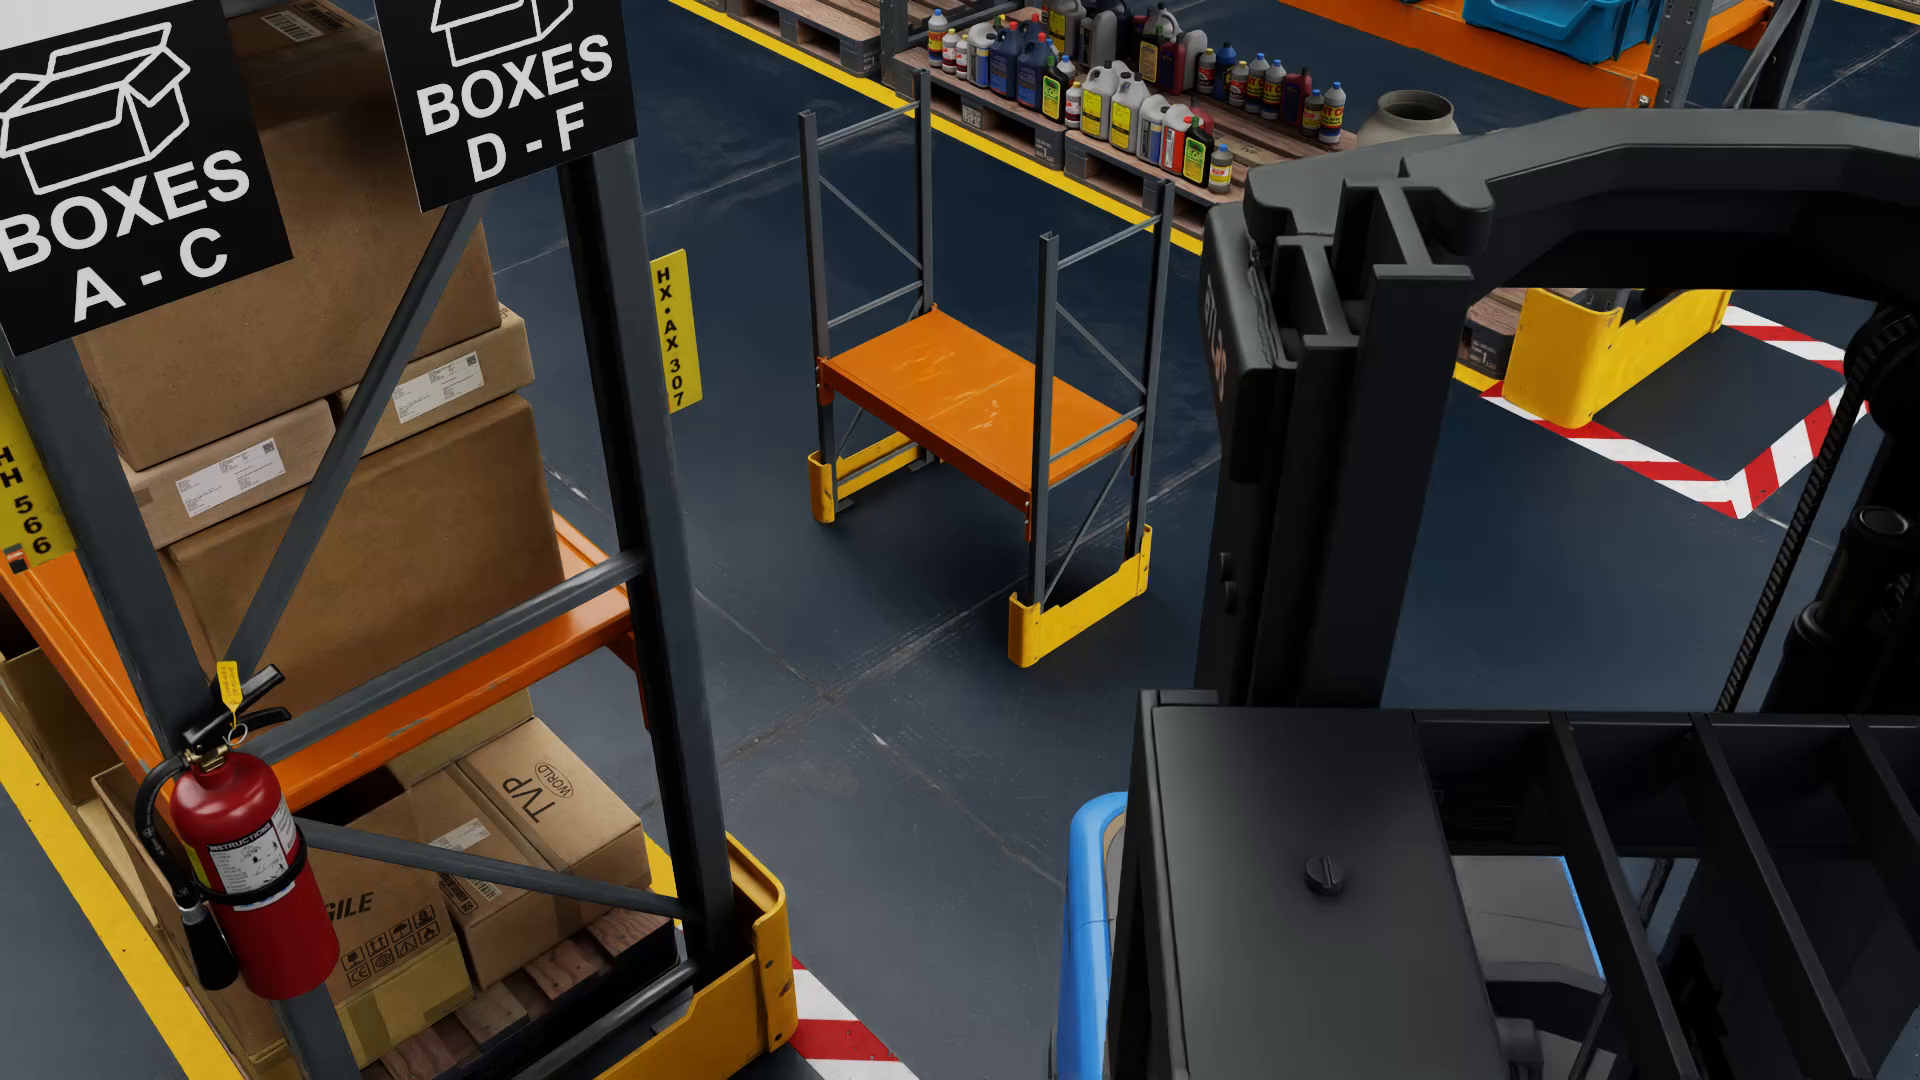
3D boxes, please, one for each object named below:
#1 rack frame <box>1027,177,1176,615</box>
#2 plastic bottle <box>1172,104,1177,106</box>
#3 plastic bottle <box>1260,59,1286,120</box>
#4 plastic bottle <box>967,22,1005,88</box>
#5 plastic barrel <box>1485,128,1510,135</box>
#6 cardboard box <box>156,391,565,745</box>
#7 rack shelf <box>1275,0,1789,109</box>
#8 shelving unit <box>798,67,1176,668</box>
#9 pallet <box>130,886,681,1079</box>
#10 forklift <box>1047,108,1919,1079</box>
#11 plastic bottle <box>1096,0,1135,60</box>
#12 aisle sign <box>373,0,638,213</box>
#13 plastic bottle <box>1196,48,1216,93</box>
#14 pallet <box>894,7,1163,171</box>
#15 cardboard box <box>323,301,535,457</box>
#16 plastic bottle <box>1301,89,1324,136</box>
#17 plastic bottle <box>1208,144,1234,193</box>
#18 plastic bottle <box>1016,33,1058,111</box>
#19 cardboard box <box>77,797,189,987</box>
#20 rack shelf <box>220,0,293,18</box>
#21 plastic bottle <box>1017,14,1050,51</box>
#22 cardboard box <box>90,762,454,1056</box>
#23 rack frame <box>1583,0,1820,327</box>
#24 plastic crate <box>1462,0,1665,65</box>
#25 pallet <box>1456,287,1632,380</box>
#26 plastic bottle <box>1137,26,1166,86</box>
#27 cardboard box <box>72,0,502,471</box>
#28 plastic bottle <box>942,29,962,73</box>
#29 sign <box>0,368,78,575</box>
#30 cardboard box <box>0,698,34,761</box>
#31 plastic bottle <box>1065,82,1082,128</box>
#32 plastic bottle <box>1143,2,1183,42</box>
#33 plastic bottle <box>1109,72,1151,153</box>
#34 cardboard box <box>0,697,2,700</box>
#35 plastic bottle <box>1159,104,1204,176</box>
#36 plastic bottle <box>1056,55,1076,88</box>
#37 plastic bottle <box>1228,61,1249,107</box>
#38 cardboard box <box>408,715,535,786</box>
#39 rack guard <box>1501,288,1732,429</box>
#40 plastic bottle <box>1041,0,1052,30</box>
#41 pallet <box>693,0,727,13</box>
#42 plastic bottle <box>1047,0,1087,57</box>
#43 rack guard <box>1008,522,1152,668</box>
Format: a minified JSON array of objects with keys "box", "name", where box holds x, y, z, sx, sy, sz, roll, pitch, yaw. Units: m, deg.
[{"box":[0.402,-0.309,4.939,0.500,1.500,0.032,-30,48,-32],"name":"rack frame"},{"box":[0.974,-1.882,7.569,0.097,0.201,0.097,0,39,0],"name":"plastic bottle"},{"box":[1.475,-2.121,7.810,0.097,0.271,0.097,0,39,0],"name":"plastic bottle"},{"box":[0.130,-2.372,8.118,0.152,0.276,0.135,-28,47,-30],"name":"plastic bottle"},{"box":[2.202,-1.349,6.679,0.421,0.512,0.421,0,39,0],"name":"plastic barrel"},{"box":[-1.254,-0.038,3.331,0.700,0.500,0.500,-30,48,-32],"name":"cardboard box"},{"box":[1.351,-2.527,7.064,1.077,0.370,4.000,-30,48,-32],"name":"rack shelf"},{"box":[0.052,-0.548,5.235,0.587,1.500,1.083,-30,48,-32],"name":"shelving unit"},{"box":[-1.495,0.971,4.380,1.003,0.211,1.213,-30,48,-32],"name":"pallet"},{"box":[0.707,1.140,2.005,1.130,2.935,3.031,1,39,1],"name":"forklift"},{"box":[0.776,-2.609,8.351,0.185,0.351,0.144,32,49,33],"name":"plastic bottle"},{"box":[-0.677,-0.889,2.395,0.394,0.787,0.004,-30,48,-32],"name":"aisle sign"},{"box":[1.202,-2.281,8.064,0.097,0.201,0.097,0,39,0],"name":"plastic bottle"},{"box":[0.422,-2.319,8.453,1.003,0.211,1.213,-30,48,-32],"name":"pallet"},{"box":[-1.054,-0.342,3.191,0.380,0.149,0.250,-30,48,-32],"name":"cardboard box"},{"box":[1.637,-1.983,7.695,0.097,0.201,0.097,0,39,0],"name":"plastic bottle"},{"box":[1.139,-1.627,7.255,0.097,0.201,0.097,0,39,0],"name":"plastic bottle"},{"box":[0.366,-2.236,7.889,0.185,0.351,0.144,32,49,33],"name":"plastic bottle"},{"box":[-1.875,0.779,4.252,0.500,0.250,0.500,-30,48,-32],"name":"cardboard box"},{"box":[-2.300,-1.591,3.517,1.077,0.370,4.000,-30,48,-32],"name":"rack shelf"},{"box":[0.345,-2.384,8.073,0.144,0.351,0.185,-30,48,-32],"name":"plastic bottle"},{"box":[-1.529,0.715,3.735,0.500,0.500,0.500,-30,48,-32],"name":"cardboard box"},{"box":[2.704,-1.881,5.692,1.000,3.000,0.127,-30,48,-32],"name":"rack frame"},{"box":[2.145,-1.928,5.868,0.499,0.251,0.616,-30,48,-32],"name":"plastic crate"},{"box":[2.072,-1.190,7.055,1.003,0.211,1.213,-30,48,-32],"name":"pallet"},{"box":[0.937,-2.378,8.118,0.061,0.283,0.133,-30,48,-32],"name":"plastic bottle"},{"box":[-1.289,-0.568,2.953,0.700,0.500,0.500,-30,48,-32],"name":"cardboard box"},{"box":[-0.040,-2.434,8.254,0.097,0.201,0.097,0,39,0],"name":"plastic bottle"},{"box":[-1.356,-0.096,2.372,0.100,0.325,0.005,-30,48,-32],"name":"sign"},{"box":[-2.551,0.317,4.825,0.500,0.250,0.500,-30,48,-32],"name":"cardboard box"},{"box":[0.541,-2.037,7.762,0.097,0.201,0.097,0,39,0],"name":"plastic bottle"},{"box":[0.995,-2.459,8.166,0.144,0.351,0.185,-30,48,-32],"name":"plastic bottle"},{"box":[0.780,-1.953,7.539,0.144,0.351,0.185,-28,47,-30],"name":"plastic bottle"},{"box":[-2.553,0.026,4.587,0.500,0.500,0.500,-30,48,-32],"name":"cardboard box"},{"box":[0.989,-1.785,7.390,0.152,0.276,0.135,-30,47,-31],"name":"plastic bottle"},{"box":[0.494,-2.153,7.849,0.097,0.271,0.097,0,39,0],"name":"plastic bottle"},{"box":[1.341,-2.186,7.946,0.097,0.201,0.097,0,39,0],"name":"plastic bottle"},{"box":[-1.487,0.556,4.529,0.500,0.250,0.500,-30,48,-32],"name":"cardboard box"},{"box":[2.618,-0.924,6.496,1.175,0.500,0.348,-30,48,-32],"name":"rack guard"},{"box":[0.473,-2.780,8.681,0.097,0.201,0.097,0,39,0],"name":"plastic bottle"},{"box":[-1.391,-3.559,9.989,1.003,0.211,1.213,-30,48,-32],"name":"pallet"},{"box":[0.540,-2.636,8.385,0.144,0.351,0.185,-30,48,-32],"name":"plastic bottle"},{"box":[0.388,0.169,5.342,0.587,0.250,0.087,-30,48,-32],"name":"rack guard"}]
